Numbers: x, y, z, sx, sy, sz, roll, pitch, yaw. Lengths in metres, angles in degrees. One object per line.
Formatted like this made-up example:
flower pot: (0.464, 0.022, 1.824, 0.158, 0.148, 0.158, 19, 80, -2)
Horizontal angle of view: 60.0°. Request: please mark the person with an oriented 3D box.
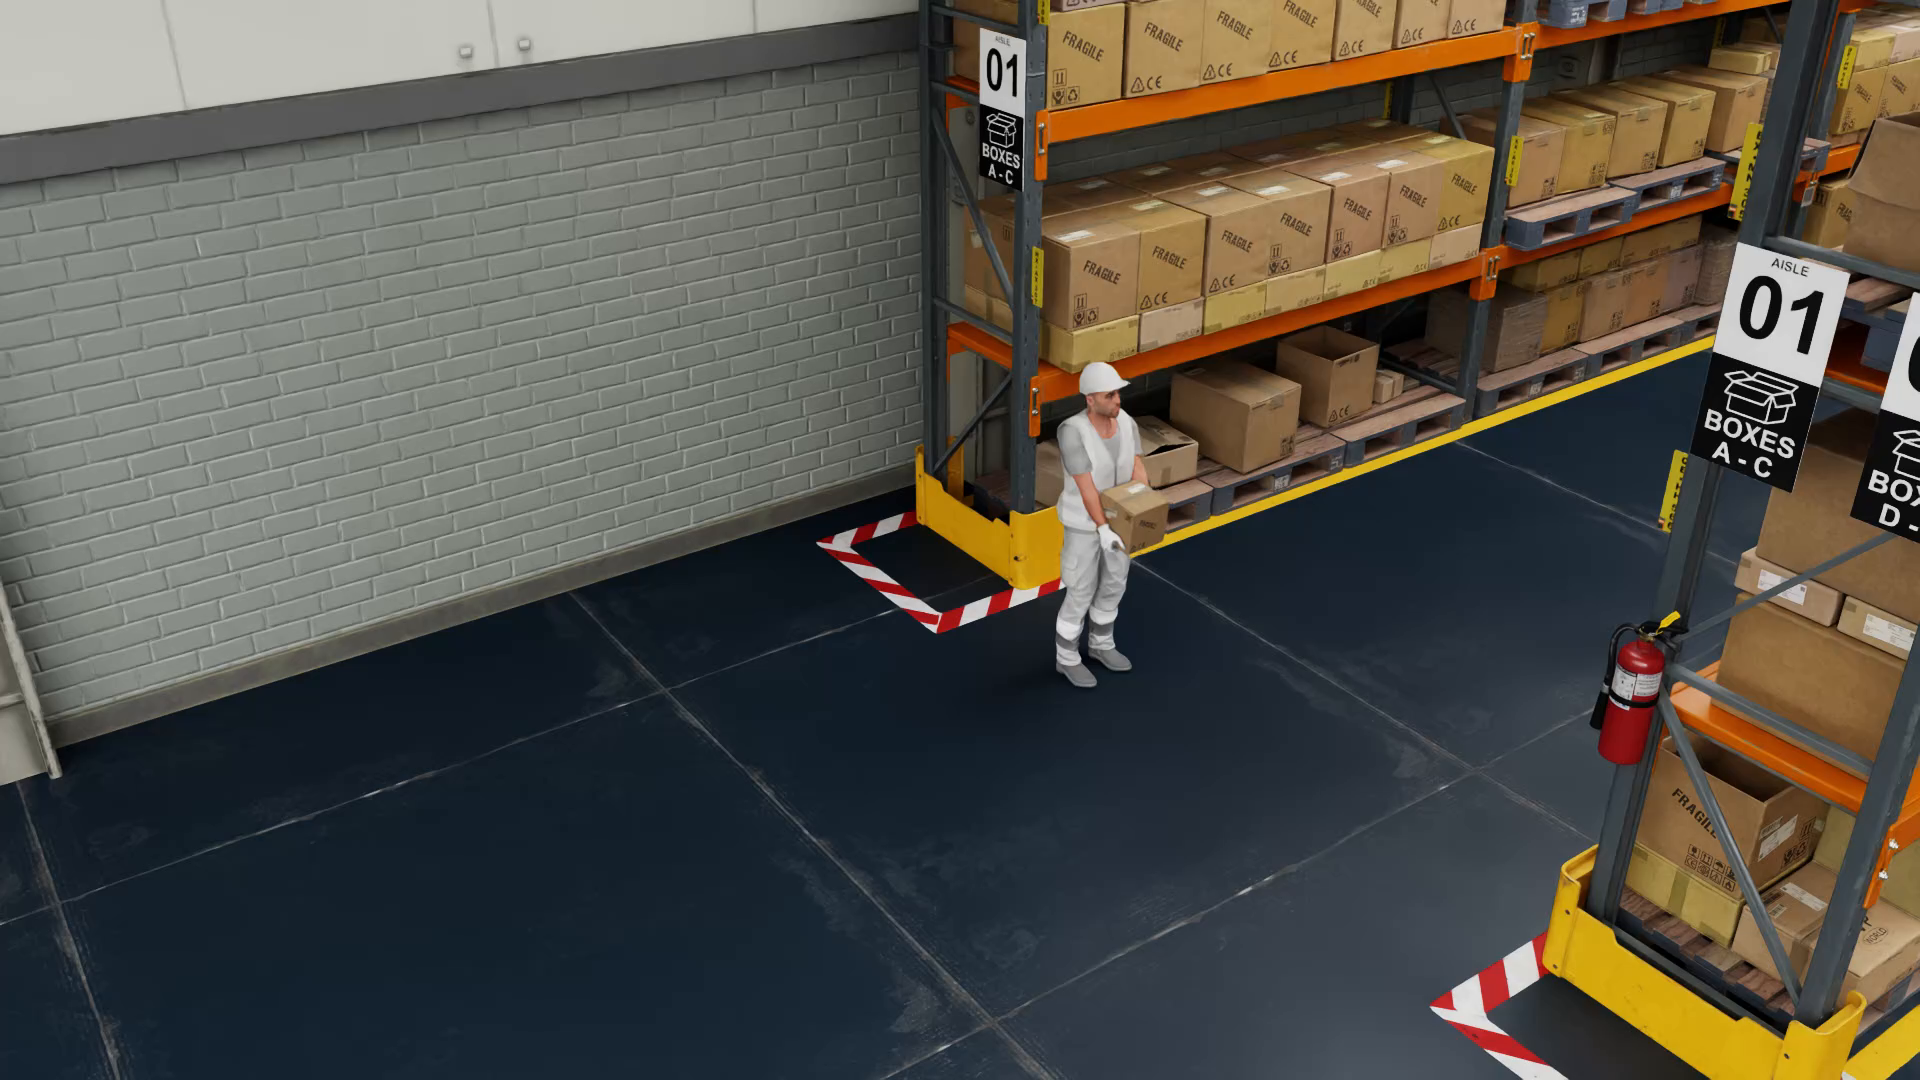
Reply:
person: (0.787, -0.054, 8.698, 0.495, 1.786, 0.549, -20, 34, -32)
